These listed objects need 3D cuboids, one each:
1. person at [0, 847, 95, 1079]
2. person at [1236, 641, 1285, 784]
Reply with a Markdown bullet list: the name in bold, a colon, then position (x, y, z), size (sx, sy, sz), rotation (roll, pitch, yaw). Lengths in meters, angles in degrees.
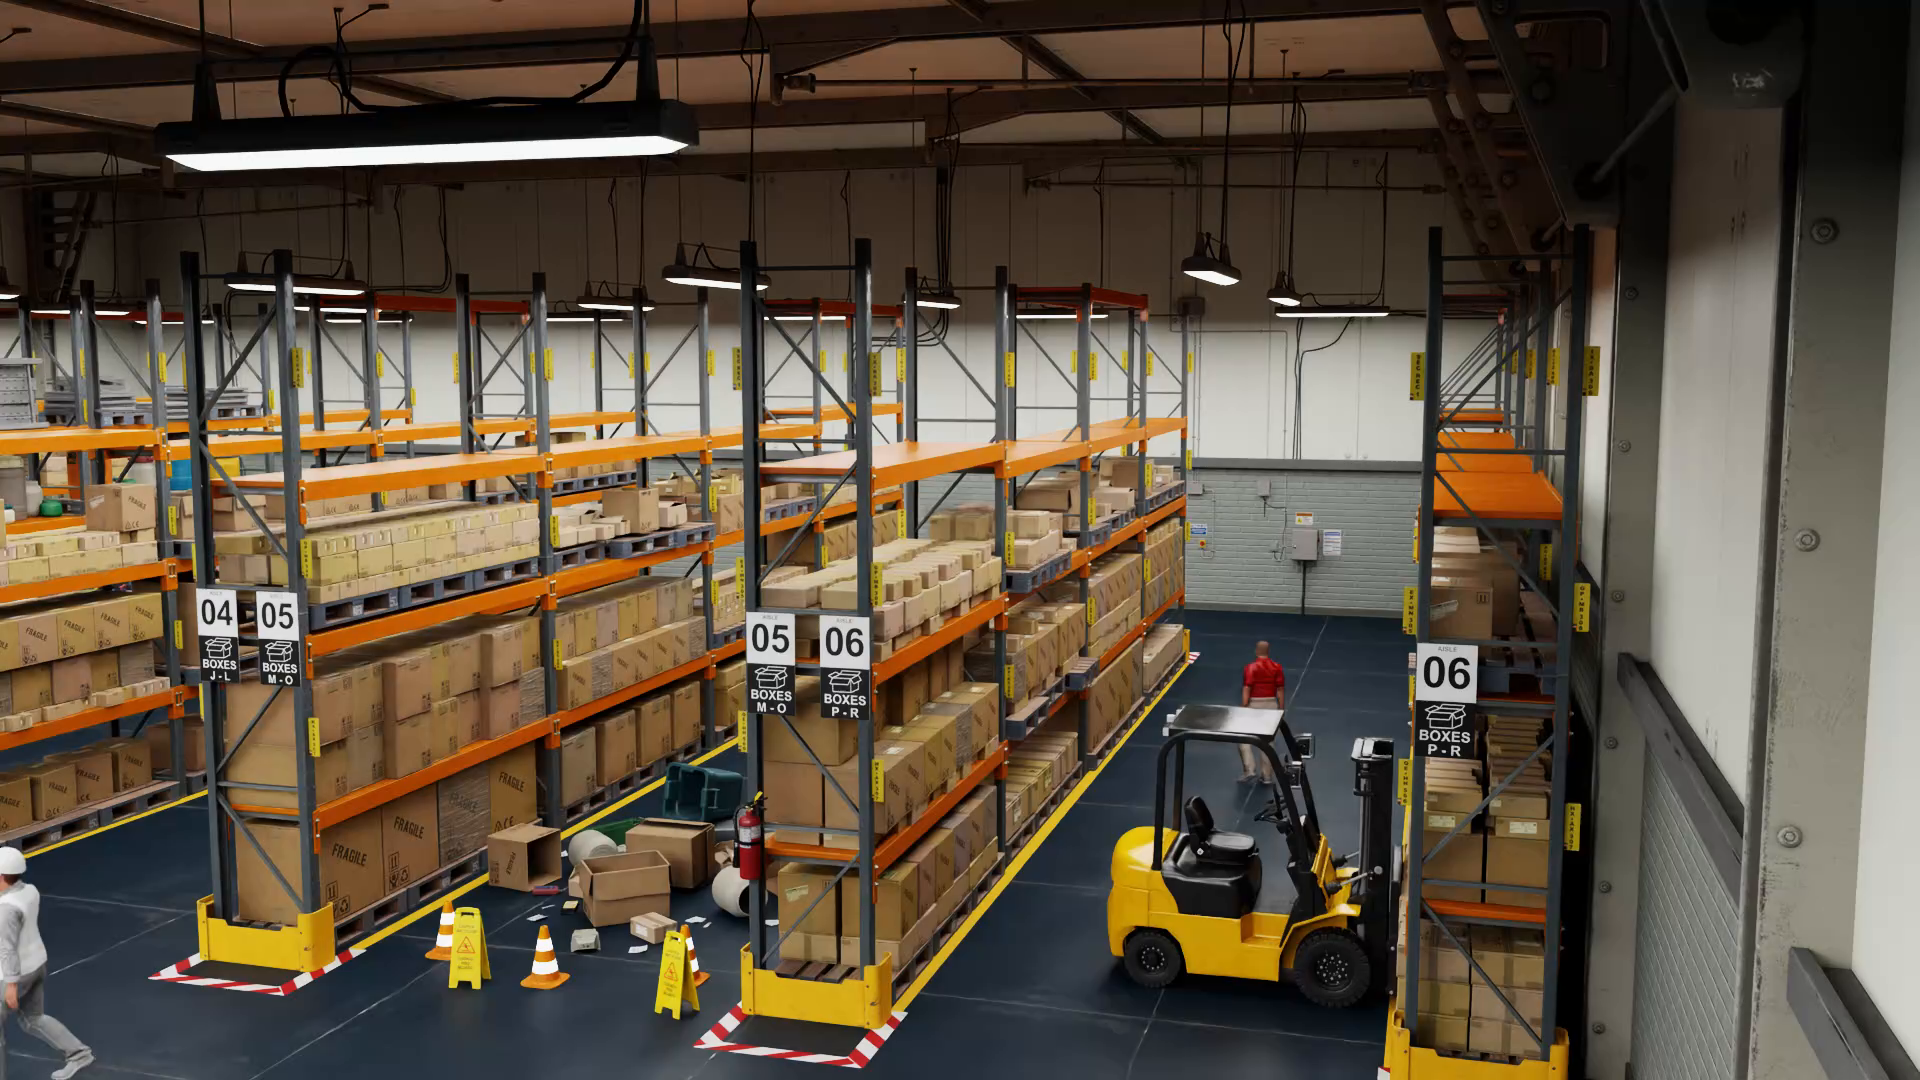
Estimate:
- **person**: position (-6.569, 3.000, 11.613), size (0.829, 1.757, 0.541), rotation (-1, 6, -8)
- **person**: position (3.626, 2.085, 20.038), size (0.580, 1.755, 0.413), rotation (-2, 7, -14)
